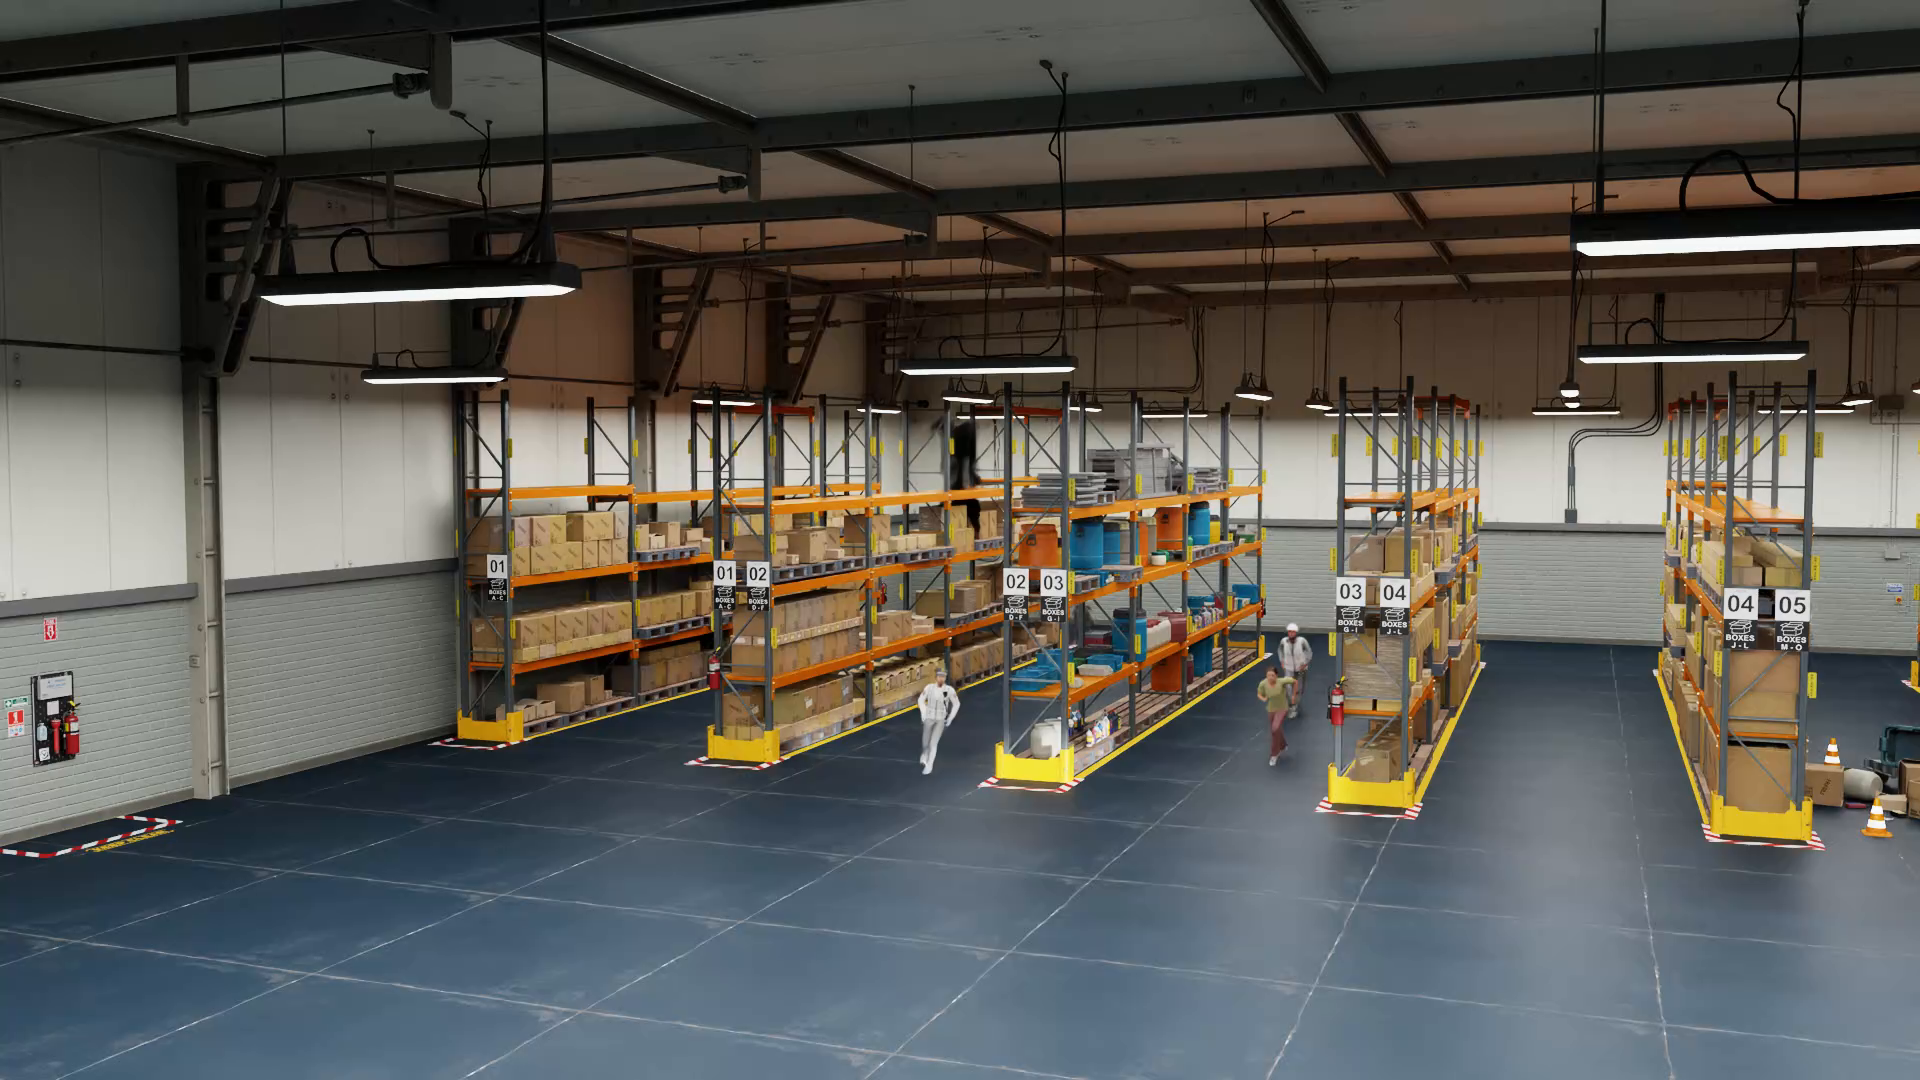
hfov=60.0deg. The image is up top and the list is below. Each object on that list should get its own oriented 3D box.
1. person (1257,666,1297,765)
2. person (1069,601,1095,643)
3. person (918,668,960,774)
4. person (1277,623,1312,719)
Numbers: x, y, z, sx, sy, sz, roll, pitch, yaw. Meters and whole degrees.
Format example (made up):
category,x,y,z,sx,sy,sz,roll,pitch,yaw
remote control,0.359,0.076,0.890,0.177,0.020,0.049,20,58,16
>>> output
category,x,y,z,sx,sy,sz,roll,pitch,yaw
person,5.089,2.777,26.558,0.616,1.615,0.945,2,4,27
person,3.064,1.863,42.421,0.688,1.674,0.580,1,3,25
person,-0.319,2.777,25.818,0.657,1.646,0.595,0,3,4
person,6.290,2.430,31.251,0.660,1.768,0.996,1,3,16
